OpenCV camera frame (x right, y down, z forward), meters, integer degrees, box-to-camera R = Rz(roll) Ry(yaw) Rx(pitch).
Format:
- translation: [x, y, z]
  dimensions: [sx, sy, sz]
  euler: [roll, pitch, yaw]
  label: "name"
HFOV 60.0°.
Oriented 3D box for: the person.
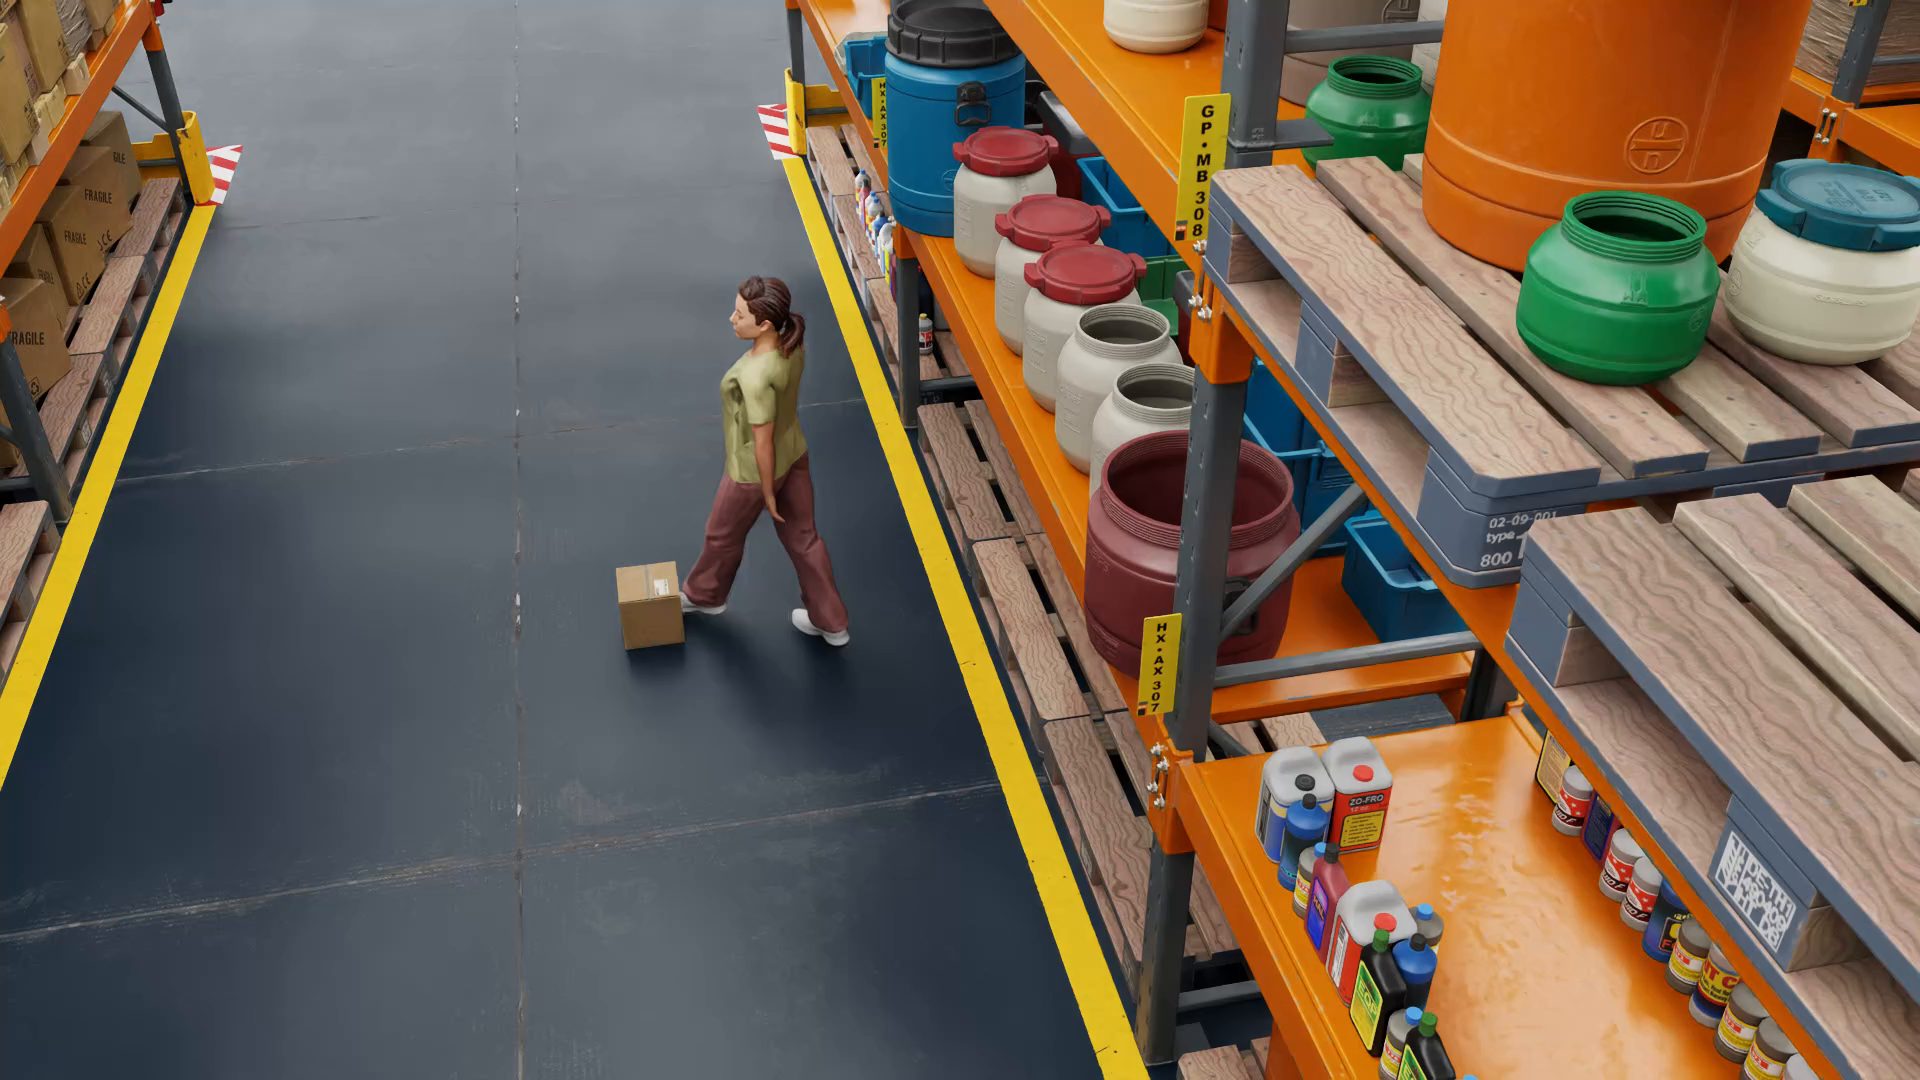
- translation: [-0.859, -0.338, 6.622]
  dimensions: [0.885, 1.628, 0.482]
  euler: [16, 37, 21]
  label: "person"
